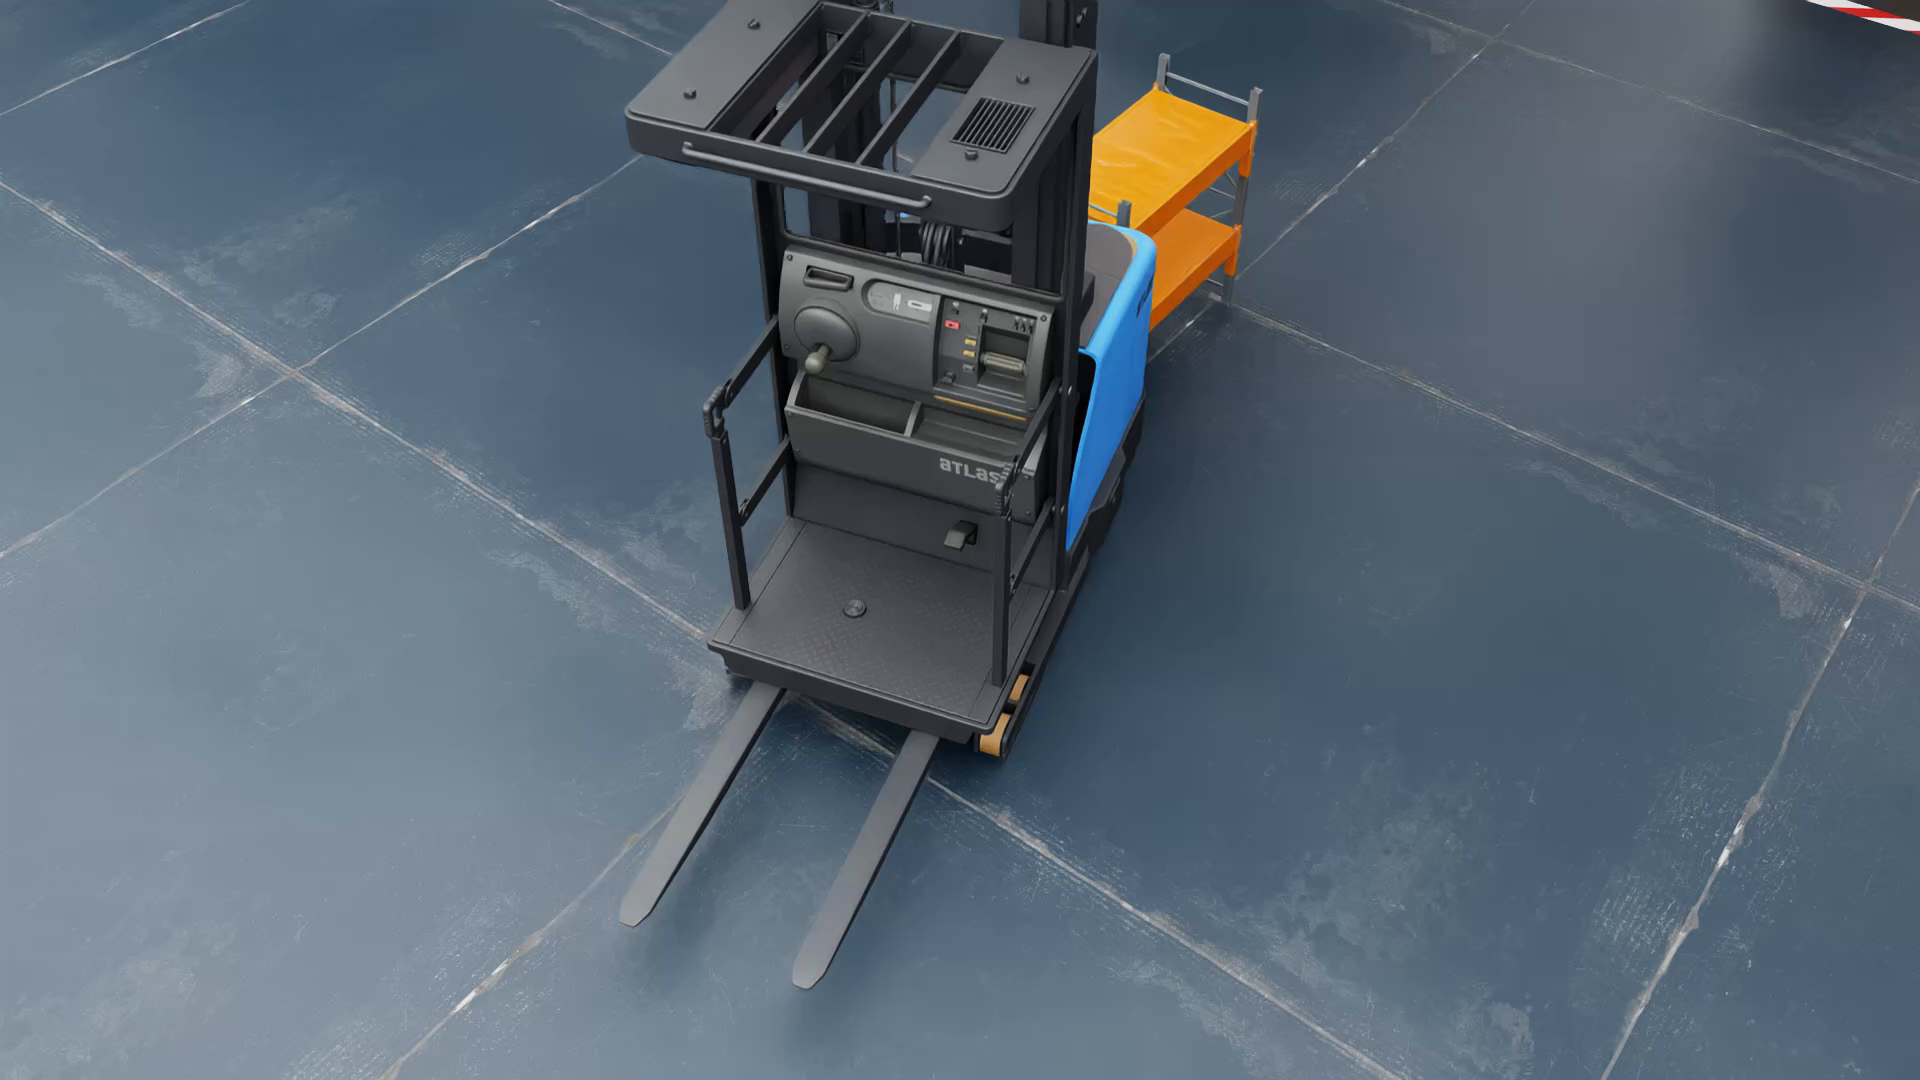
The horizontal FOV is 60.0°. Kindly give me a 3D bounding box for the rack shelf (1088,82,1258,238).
[{"bbox_3d":[0.763,-1.516,7.015,0.538,0.278,1.000,29,53,25],"label":"rack shelf"}]

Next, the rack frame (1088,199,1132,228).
[{"bbox_3d":[0.457,-1.020,6.946,0.500,1.125,0.032,29,53,25],"label":"rack frame"}]

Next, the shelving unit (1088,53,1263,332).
[{"bbox_3d":[0.763,-1.314,7.227,0.538,1.125,1.048,29,53,25],"label":"shelving unit"}]

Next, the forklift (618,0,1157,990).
[{"bbox_3d":[-0.231,-0.581,5.278,1.130,2.935,3.031,16,48,14],"label":"forklift"}]

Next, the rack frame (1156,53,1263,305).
[{"bbox_3d":[1.069,-1.607,7.507,0.500,1.125,0.032,29,53,25],"label":"rack frame"}]

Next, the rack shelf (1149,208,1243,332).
[{"bbox_3d":[0.763,-1.145,7.404,0.538,0.278,1.000,29,53,25],"label":"rack shelf"}]
